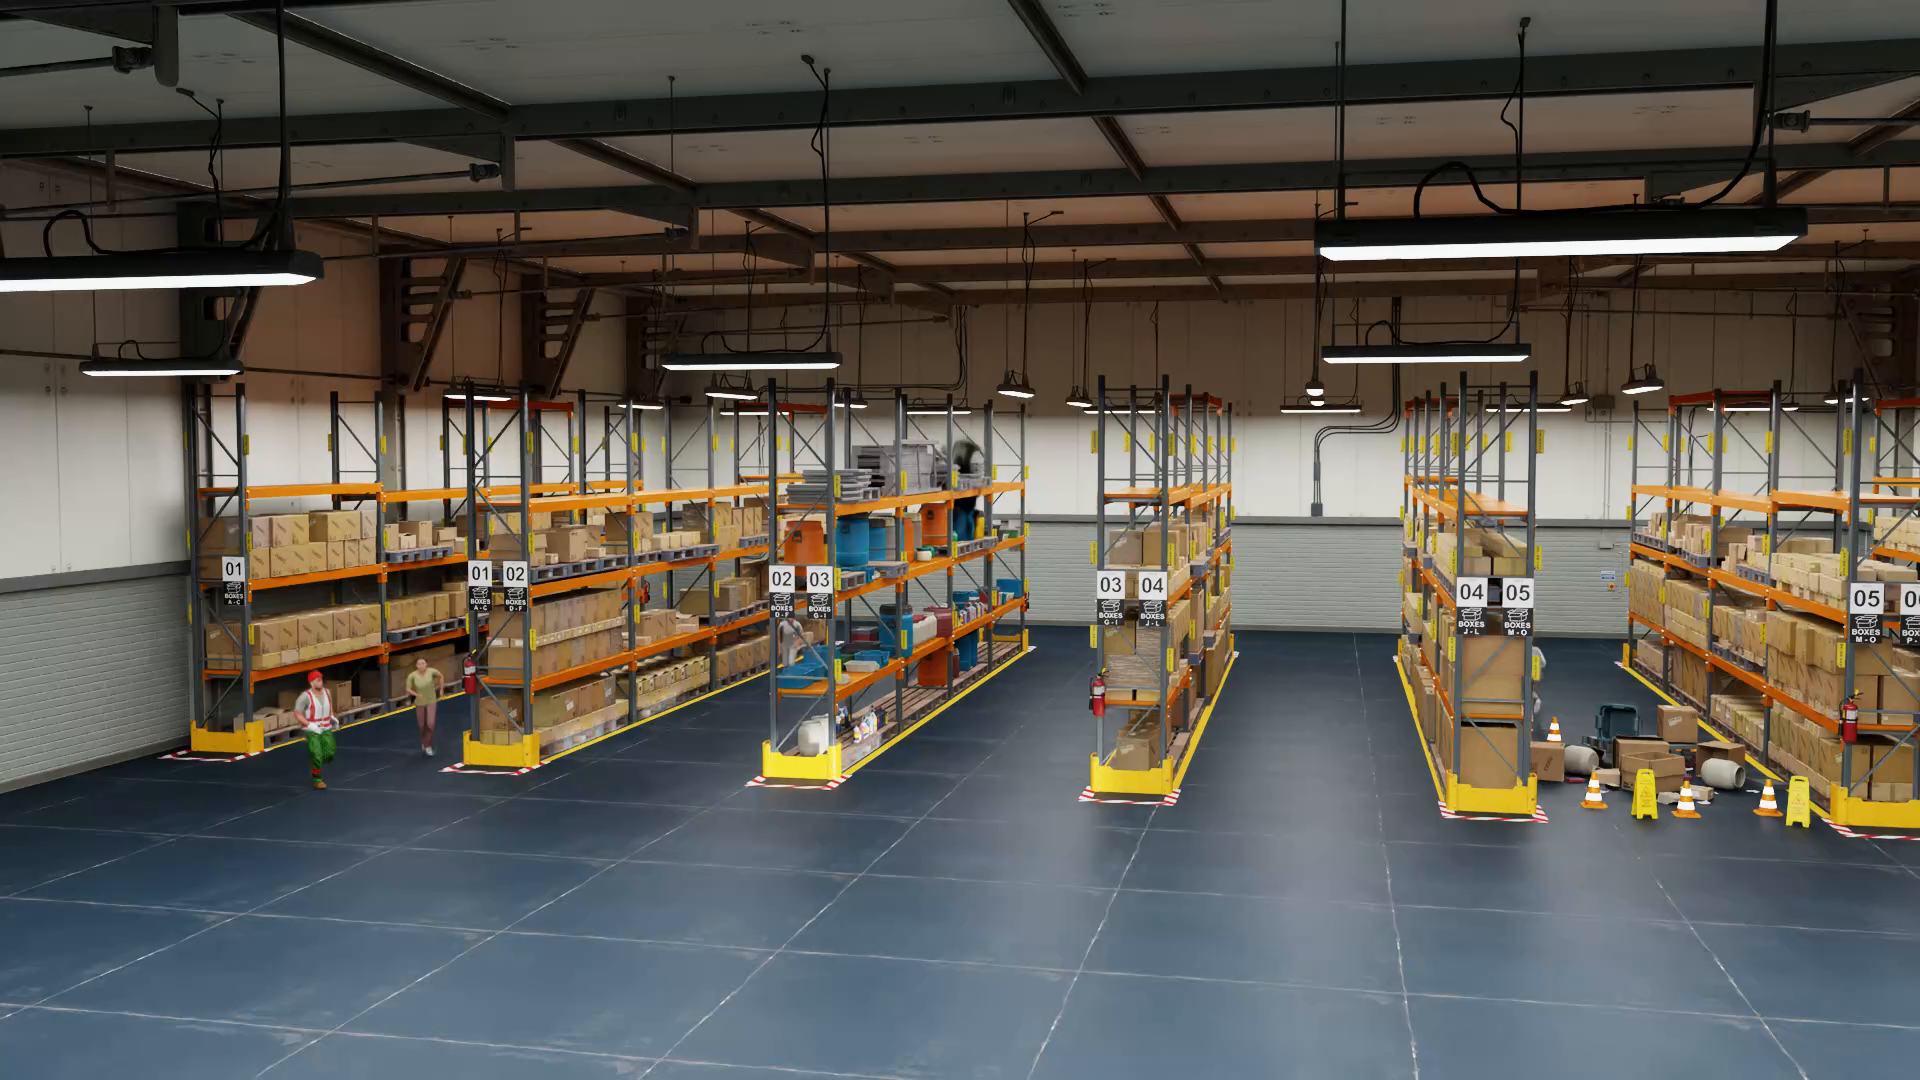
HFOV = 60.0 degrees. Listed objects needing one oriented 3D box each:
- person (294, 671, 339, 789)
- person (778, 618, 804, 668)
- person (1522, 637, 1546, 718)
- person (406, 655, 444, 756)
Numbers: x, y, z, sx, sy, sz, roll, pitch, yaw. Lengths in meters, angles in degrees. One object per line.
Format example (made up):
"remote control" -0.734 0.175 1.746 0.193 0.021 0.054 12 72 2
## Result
"person" -9.373 2.751 24.172 0.591 1.728 0.662 3 4 39
"person" -3.531 2.234 34.516 0.566 1.605 0.626 0 3 -5
"person" 10.417 2.501 30.357 0.524 1.544 0.574 0 3 6
"person" -8.655 2.657 26.933 0.545 1.641 0.741 0 3 -8
